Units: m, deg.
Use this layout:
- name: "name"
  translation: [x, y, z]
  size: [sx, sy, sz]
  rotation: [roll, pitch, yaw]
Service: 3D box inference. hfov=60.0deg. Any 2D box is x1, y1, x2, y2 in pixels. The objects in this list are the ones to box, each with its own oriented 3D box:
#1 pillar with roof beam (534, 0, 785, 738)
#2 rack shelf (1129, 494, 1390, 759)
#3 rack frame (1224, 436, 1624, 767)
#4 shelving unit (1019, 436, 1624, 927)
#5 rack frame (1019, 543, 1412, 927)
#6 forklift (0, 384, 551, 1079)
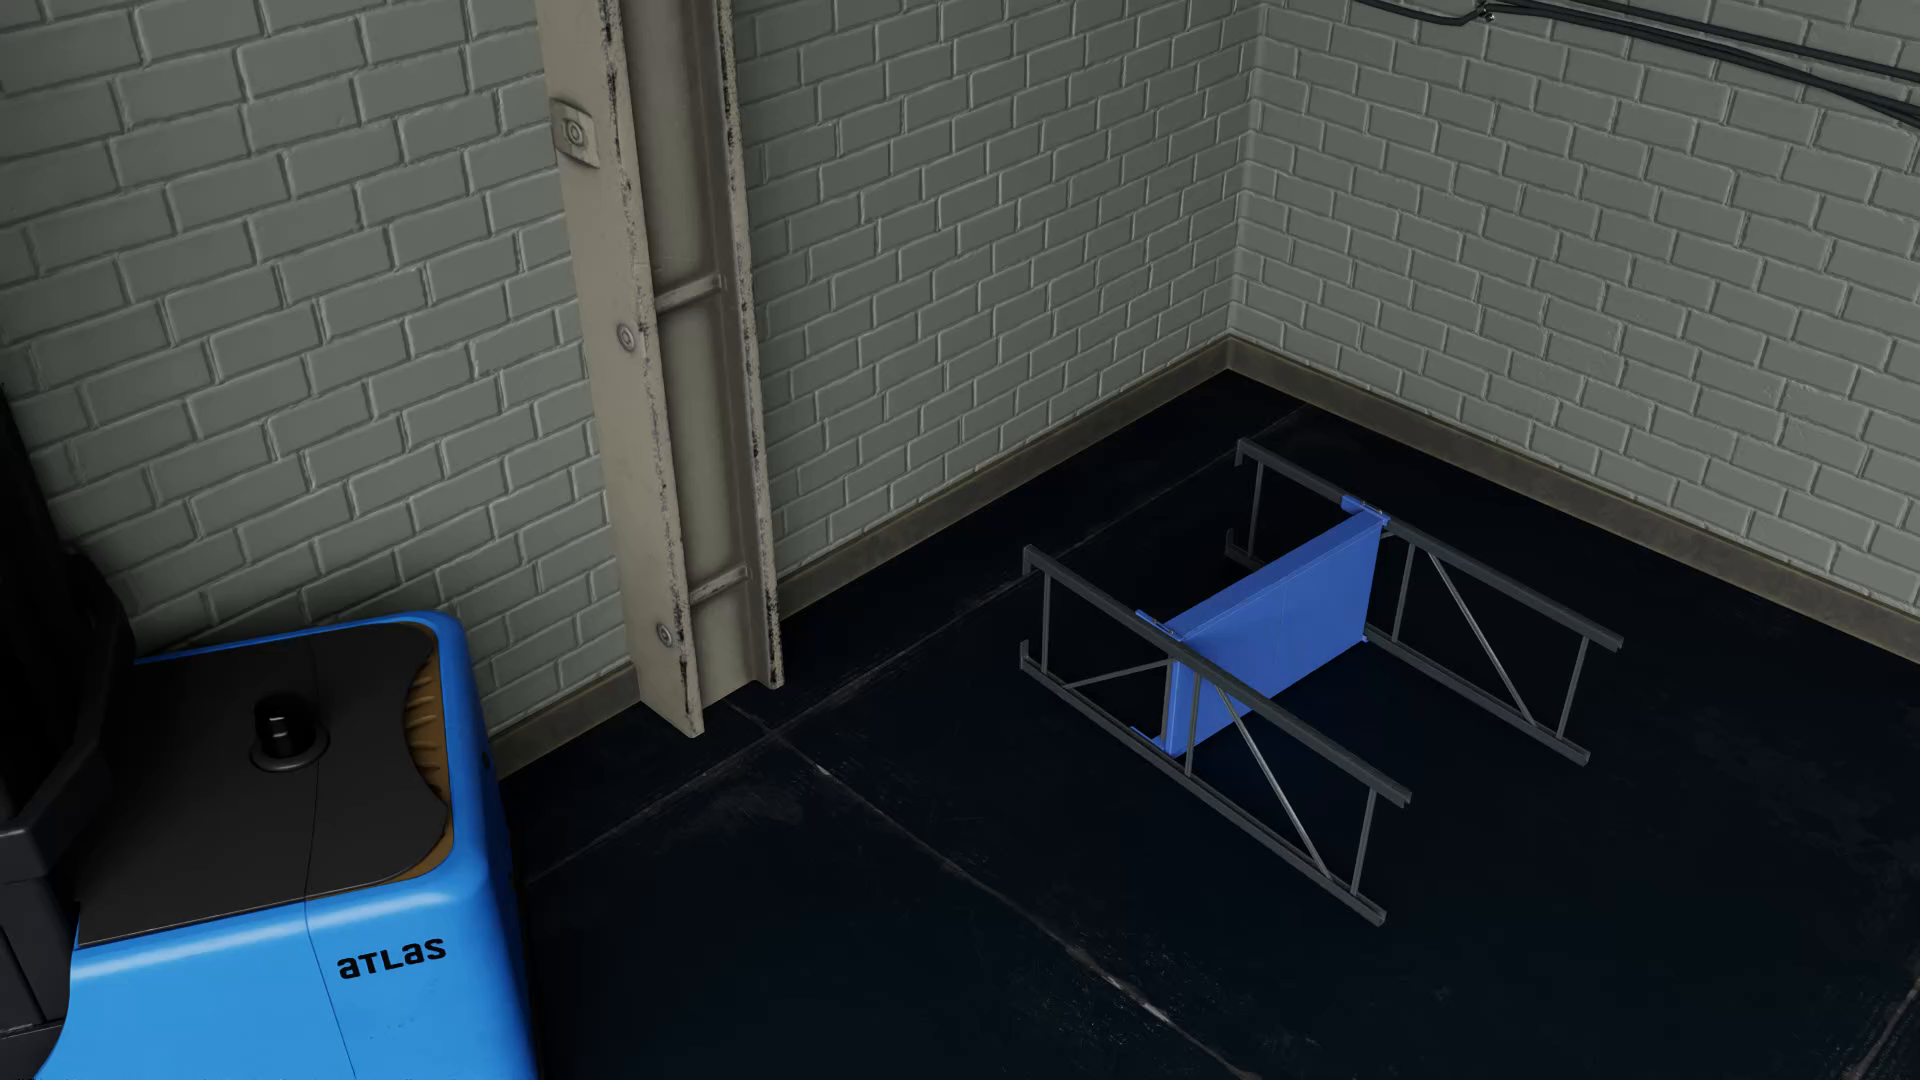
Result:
- name: "pillar with roof beam"
  translation: [2.224, -1.460, 0.477]
  size: [9.100, 9.000, 0.400]
  rotation: [30, 45, 35]
- name: "rack shelf"
  translation: [0.969, 0.281, 5.376]
  size: [1.000, 0.538, 0.185]
  rotation: [-26, 42, -32]
- name: "rack frame"
  translation: [1.473, 0.172, 5.533]
  size: [0.032, 0.500, 1.500]
  rotation: [-26, 42, -32]
- name: "shelving unit"
  translation: [1.085, 0.360, 5.263]
  size: [1.048, 0.538, 1.500]
  rotation: [-26, 42, -32]
- name: "rack frame"
  translation: [0.697, 0.548, 4.994]
  size: [0.032, 0.500, 1.500]
  rotation: [-26, 42, -32]
- name: "forklift"
  translation: [-2.542, 0.349, 3.188]
  size: [3.031, 2.935, 1.130]
  rotation: [-10, 36, -14]
